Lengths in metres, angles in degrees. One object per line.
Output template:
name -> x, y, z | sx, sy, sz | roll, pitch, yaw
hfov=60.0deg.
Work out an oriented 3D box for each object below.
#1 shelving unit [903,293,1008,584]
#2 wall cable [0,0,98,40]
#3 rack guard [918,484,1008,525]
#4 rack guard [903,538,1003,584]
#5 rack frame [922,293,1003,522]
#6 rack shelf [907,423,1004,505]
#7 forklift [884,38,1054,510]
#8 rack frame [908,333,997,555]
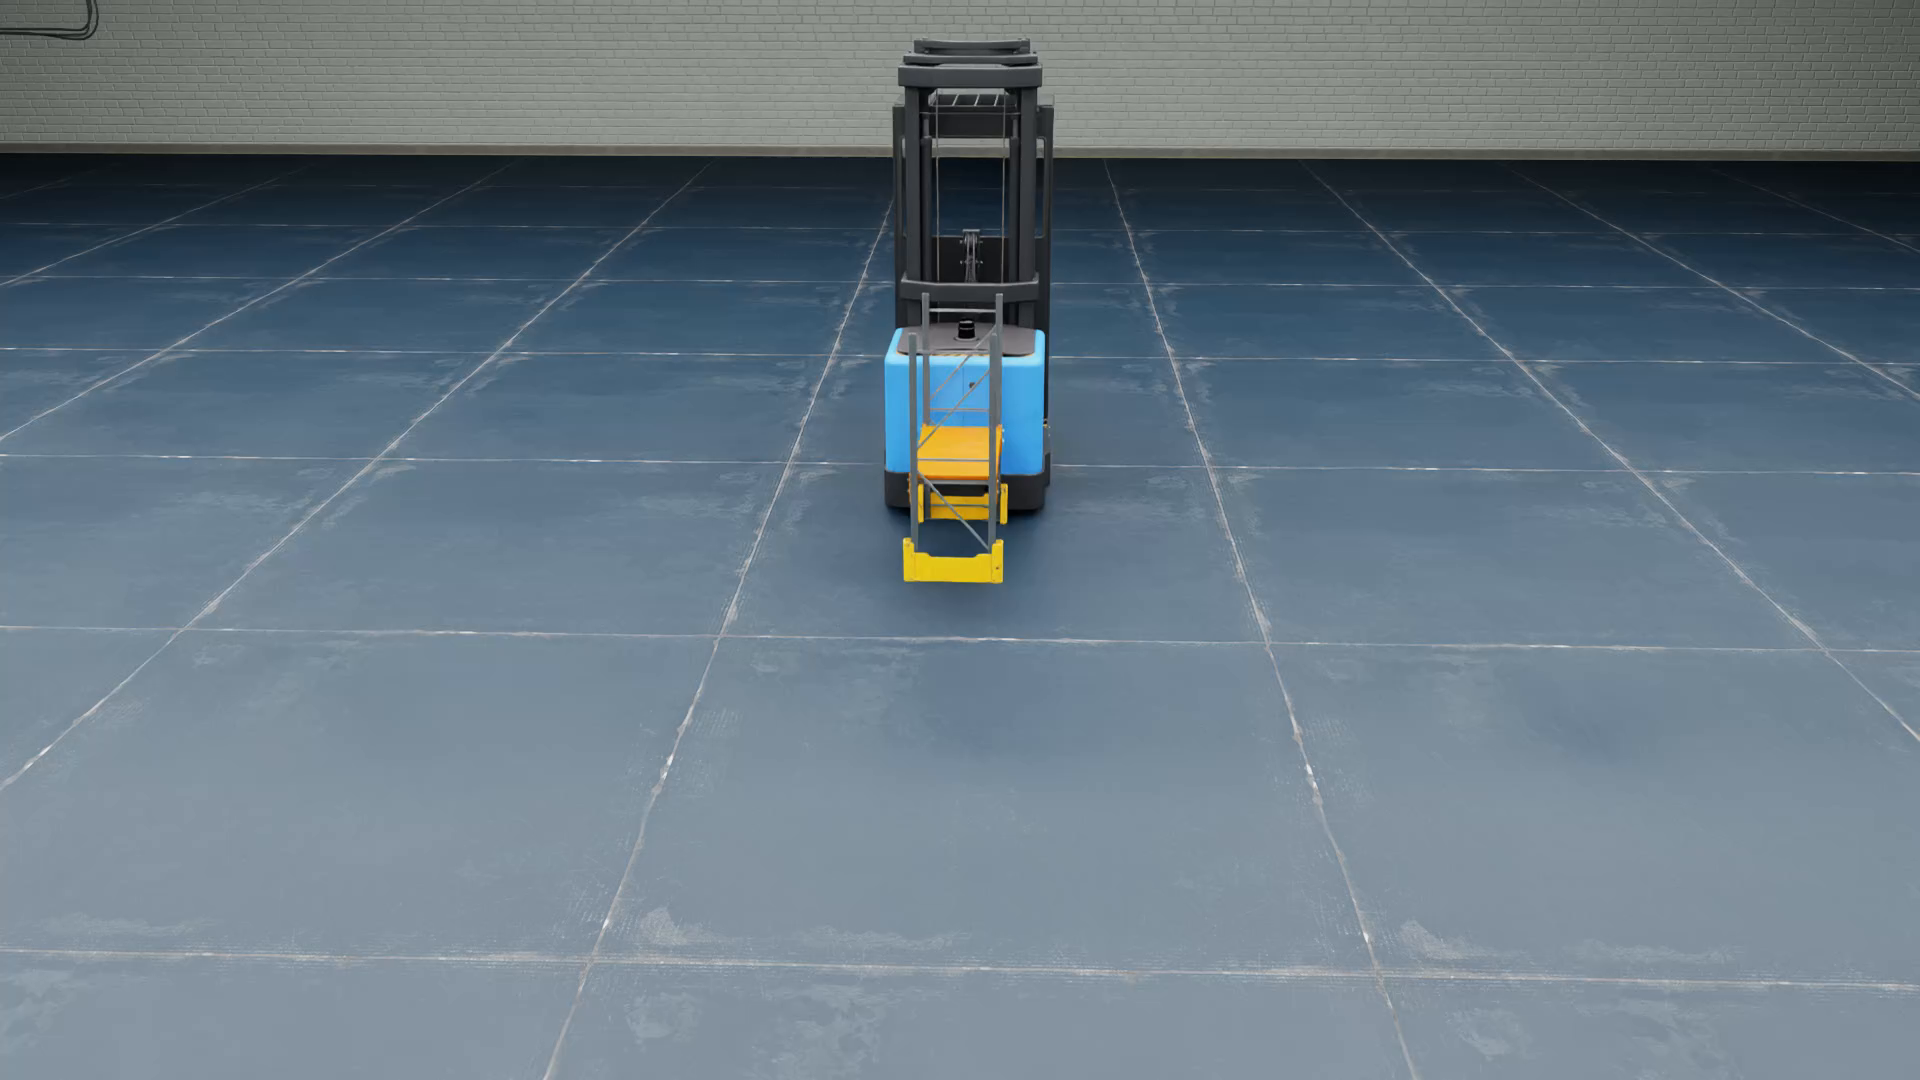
shelving unit -> -0.013, -0.640, 10.104 | 0.587, 1.500, 1.083 | 1, 21, 3
wall cable -> -14.763, -8.861, 25.219 | 3.097, 2.526, 0.112 | 1, 21, 2
rack guard -> 0.013, -0.237, 10.794 | 0.587, 0.250, 0.087 | 1, 21, 3
rack guard -> -0.040, 0.123, 9.866 | 0.587, 0.250, 0.087 | 1, 21, 3
rack frame -> 0.014, -0.826, 10.586 | 0.500, 1.500, 0.032 | 1, 21, 3
rack shelf -> -0.013, -0.475, 10.177 | 0.538, 0.185, 1.000 | 1, 21, 3
forklift -> 0.102, -2.052, 11.765 | 1.130, 2.935, 3.031 | 1, 21, 3
rack frame -> -0.040, -0.459, 9.639 | 0.500, 1.500, 0.032 | 1, 21, 3
